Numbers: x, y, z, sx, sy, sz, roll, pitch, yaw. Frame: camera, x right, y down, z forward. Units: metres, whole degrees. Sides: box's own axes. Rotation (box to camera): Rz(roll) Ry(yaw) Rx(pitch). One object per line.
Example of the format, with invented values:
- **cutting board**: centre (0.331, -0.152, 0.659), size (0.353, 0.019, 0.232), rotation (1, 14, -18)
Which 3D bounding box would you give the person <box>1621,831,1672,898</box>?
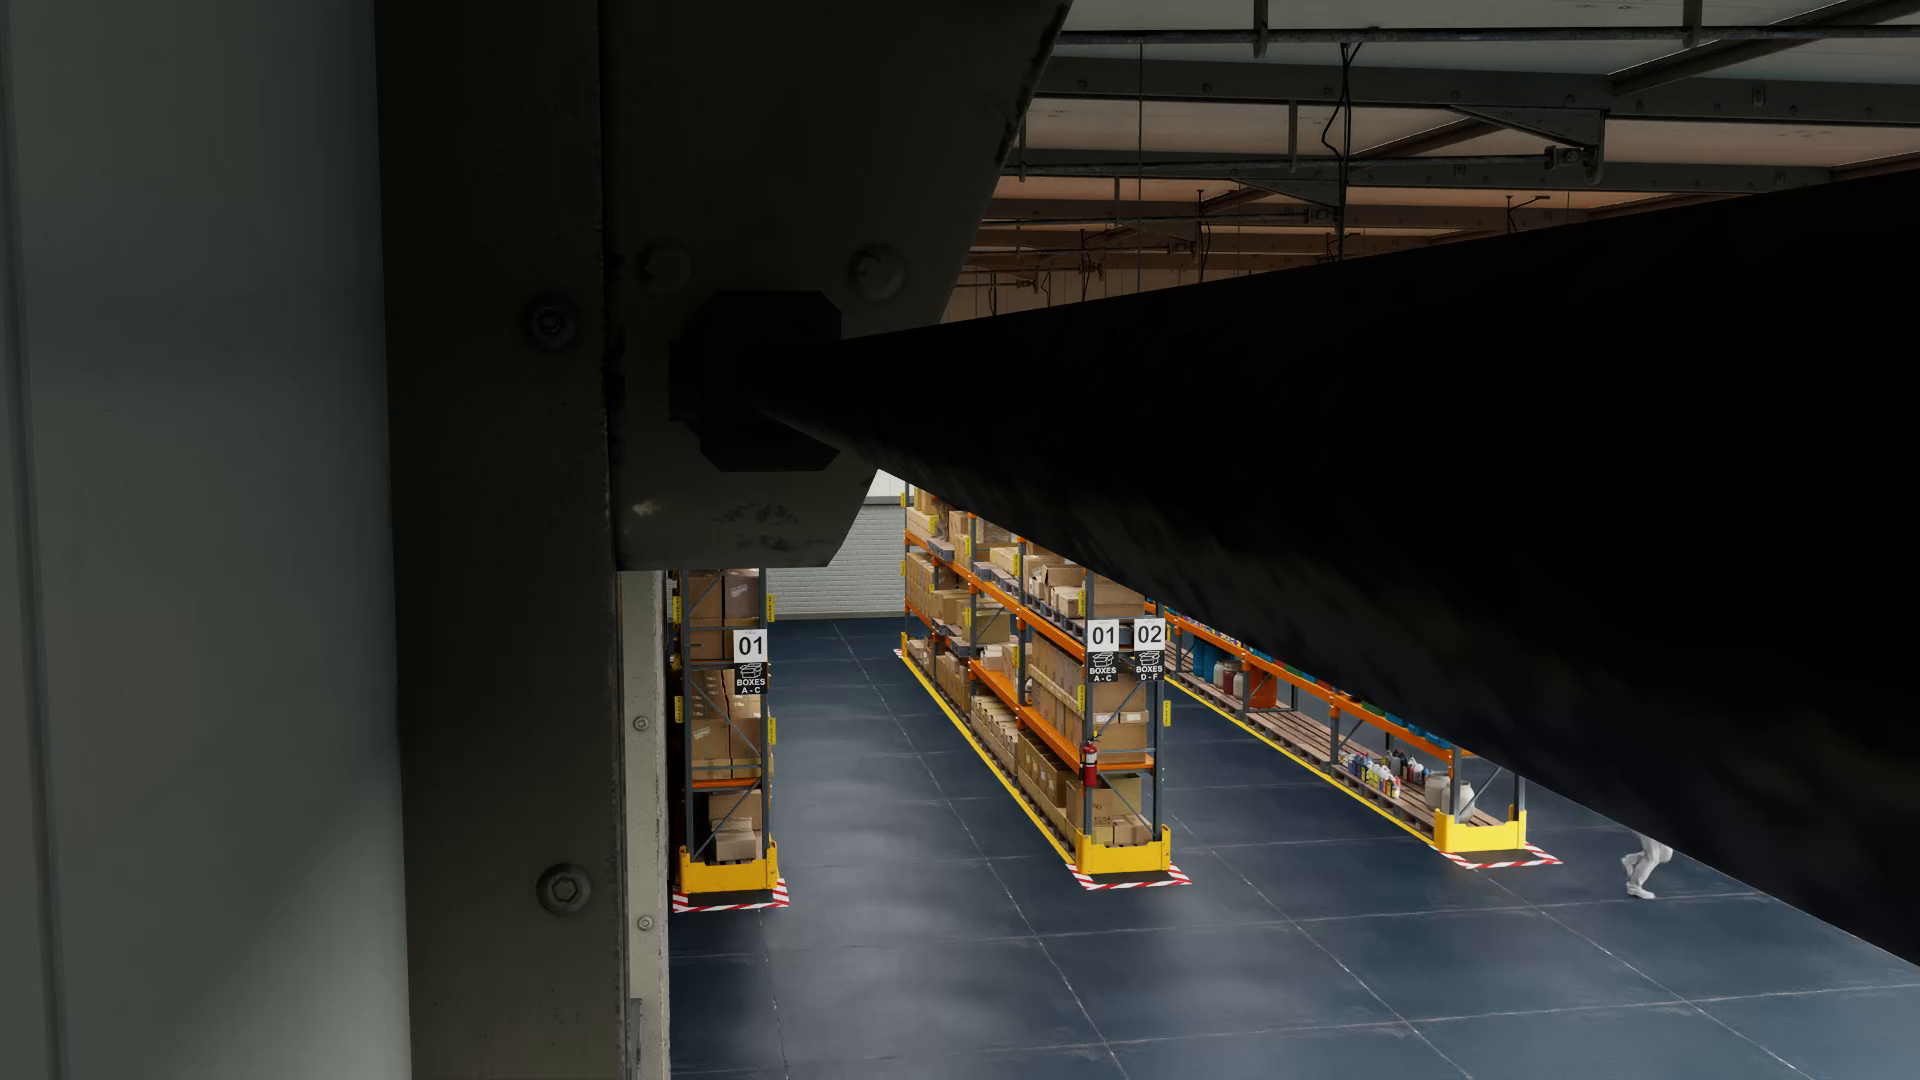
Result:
- **person**: centre (8.275, 3.417, 19.904), size (0.647, 1.721, 0.738), rotation (3, 7, 29)
